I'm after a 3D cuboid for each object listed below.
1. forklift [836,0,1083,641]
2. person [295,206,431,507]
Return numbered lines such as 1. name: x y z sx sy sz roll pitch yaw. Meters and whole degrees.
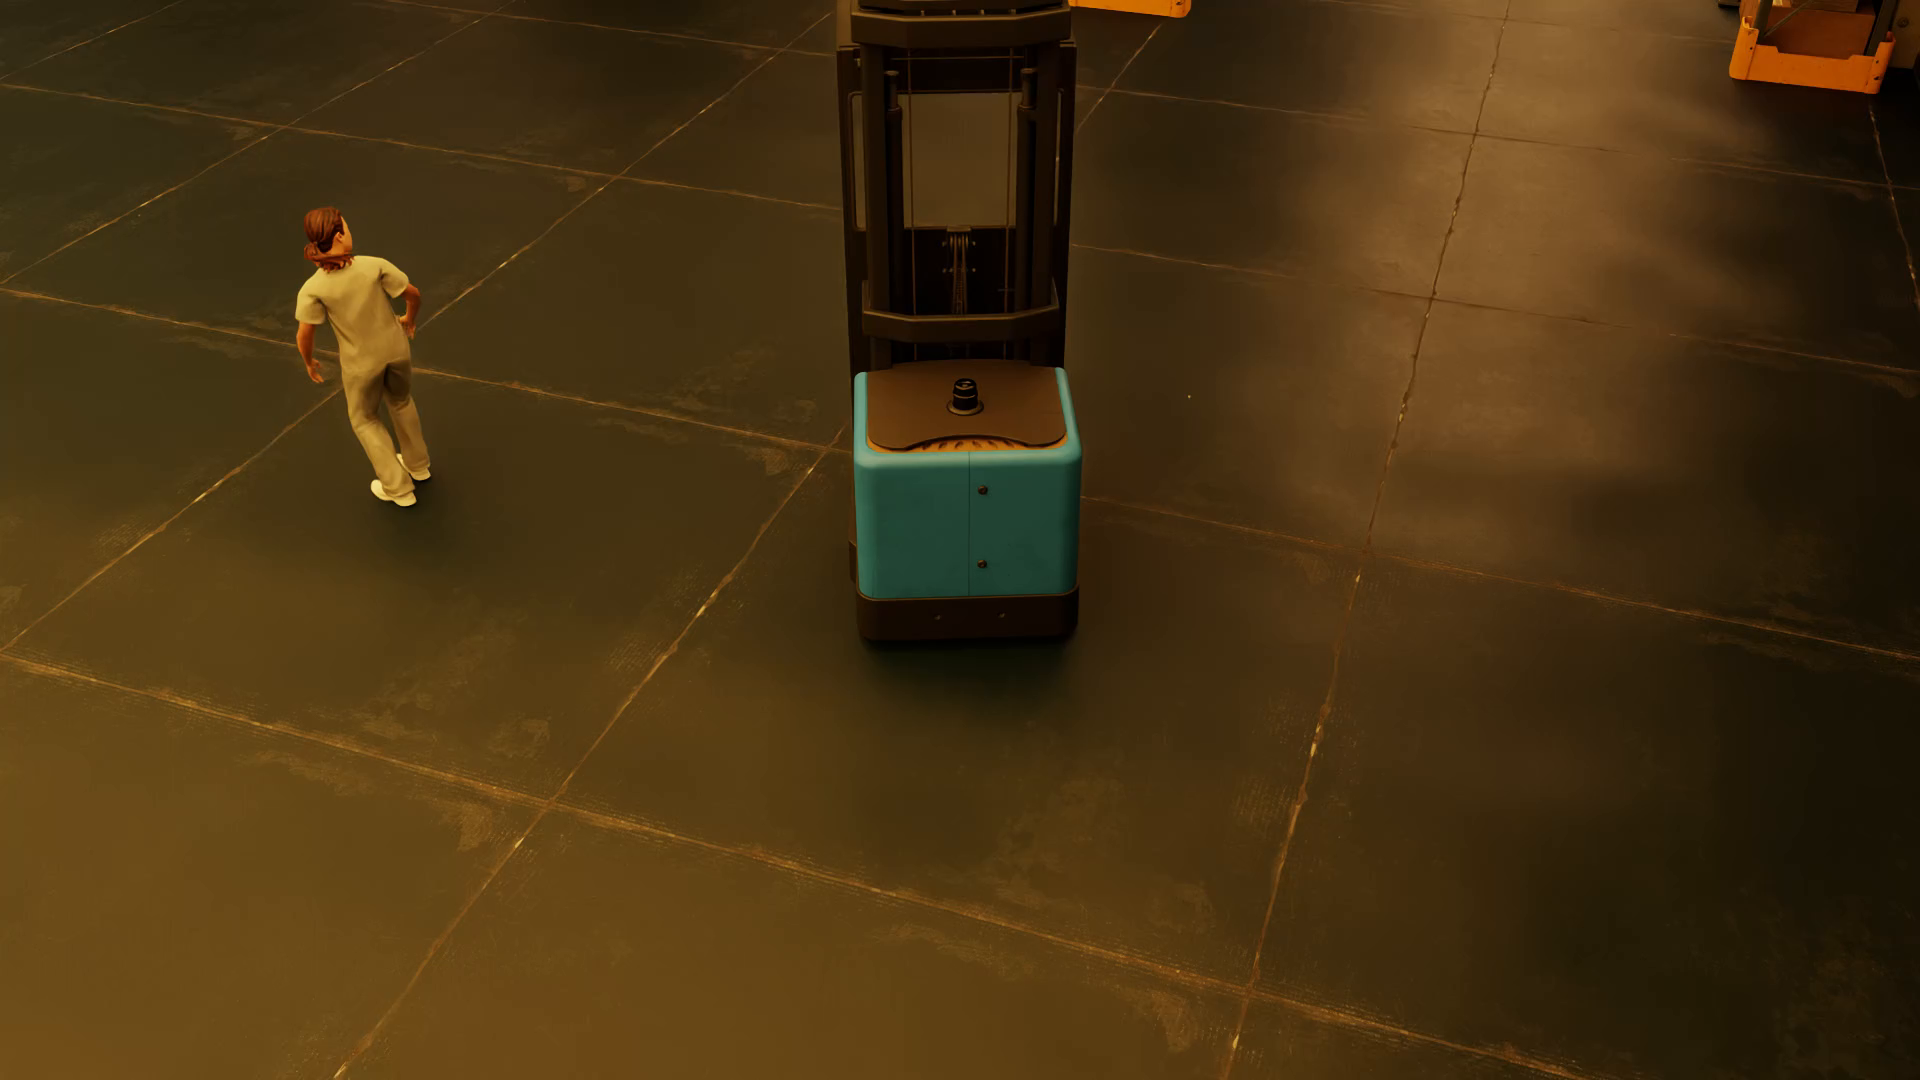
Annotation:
1. forklift: -0.029 -1.547 8.293 1.130 2.935 3.031 -2 35 -2
2. person: -3.083 -0.947 8.568 0.630 1.641 0.478 -28 44 -33
